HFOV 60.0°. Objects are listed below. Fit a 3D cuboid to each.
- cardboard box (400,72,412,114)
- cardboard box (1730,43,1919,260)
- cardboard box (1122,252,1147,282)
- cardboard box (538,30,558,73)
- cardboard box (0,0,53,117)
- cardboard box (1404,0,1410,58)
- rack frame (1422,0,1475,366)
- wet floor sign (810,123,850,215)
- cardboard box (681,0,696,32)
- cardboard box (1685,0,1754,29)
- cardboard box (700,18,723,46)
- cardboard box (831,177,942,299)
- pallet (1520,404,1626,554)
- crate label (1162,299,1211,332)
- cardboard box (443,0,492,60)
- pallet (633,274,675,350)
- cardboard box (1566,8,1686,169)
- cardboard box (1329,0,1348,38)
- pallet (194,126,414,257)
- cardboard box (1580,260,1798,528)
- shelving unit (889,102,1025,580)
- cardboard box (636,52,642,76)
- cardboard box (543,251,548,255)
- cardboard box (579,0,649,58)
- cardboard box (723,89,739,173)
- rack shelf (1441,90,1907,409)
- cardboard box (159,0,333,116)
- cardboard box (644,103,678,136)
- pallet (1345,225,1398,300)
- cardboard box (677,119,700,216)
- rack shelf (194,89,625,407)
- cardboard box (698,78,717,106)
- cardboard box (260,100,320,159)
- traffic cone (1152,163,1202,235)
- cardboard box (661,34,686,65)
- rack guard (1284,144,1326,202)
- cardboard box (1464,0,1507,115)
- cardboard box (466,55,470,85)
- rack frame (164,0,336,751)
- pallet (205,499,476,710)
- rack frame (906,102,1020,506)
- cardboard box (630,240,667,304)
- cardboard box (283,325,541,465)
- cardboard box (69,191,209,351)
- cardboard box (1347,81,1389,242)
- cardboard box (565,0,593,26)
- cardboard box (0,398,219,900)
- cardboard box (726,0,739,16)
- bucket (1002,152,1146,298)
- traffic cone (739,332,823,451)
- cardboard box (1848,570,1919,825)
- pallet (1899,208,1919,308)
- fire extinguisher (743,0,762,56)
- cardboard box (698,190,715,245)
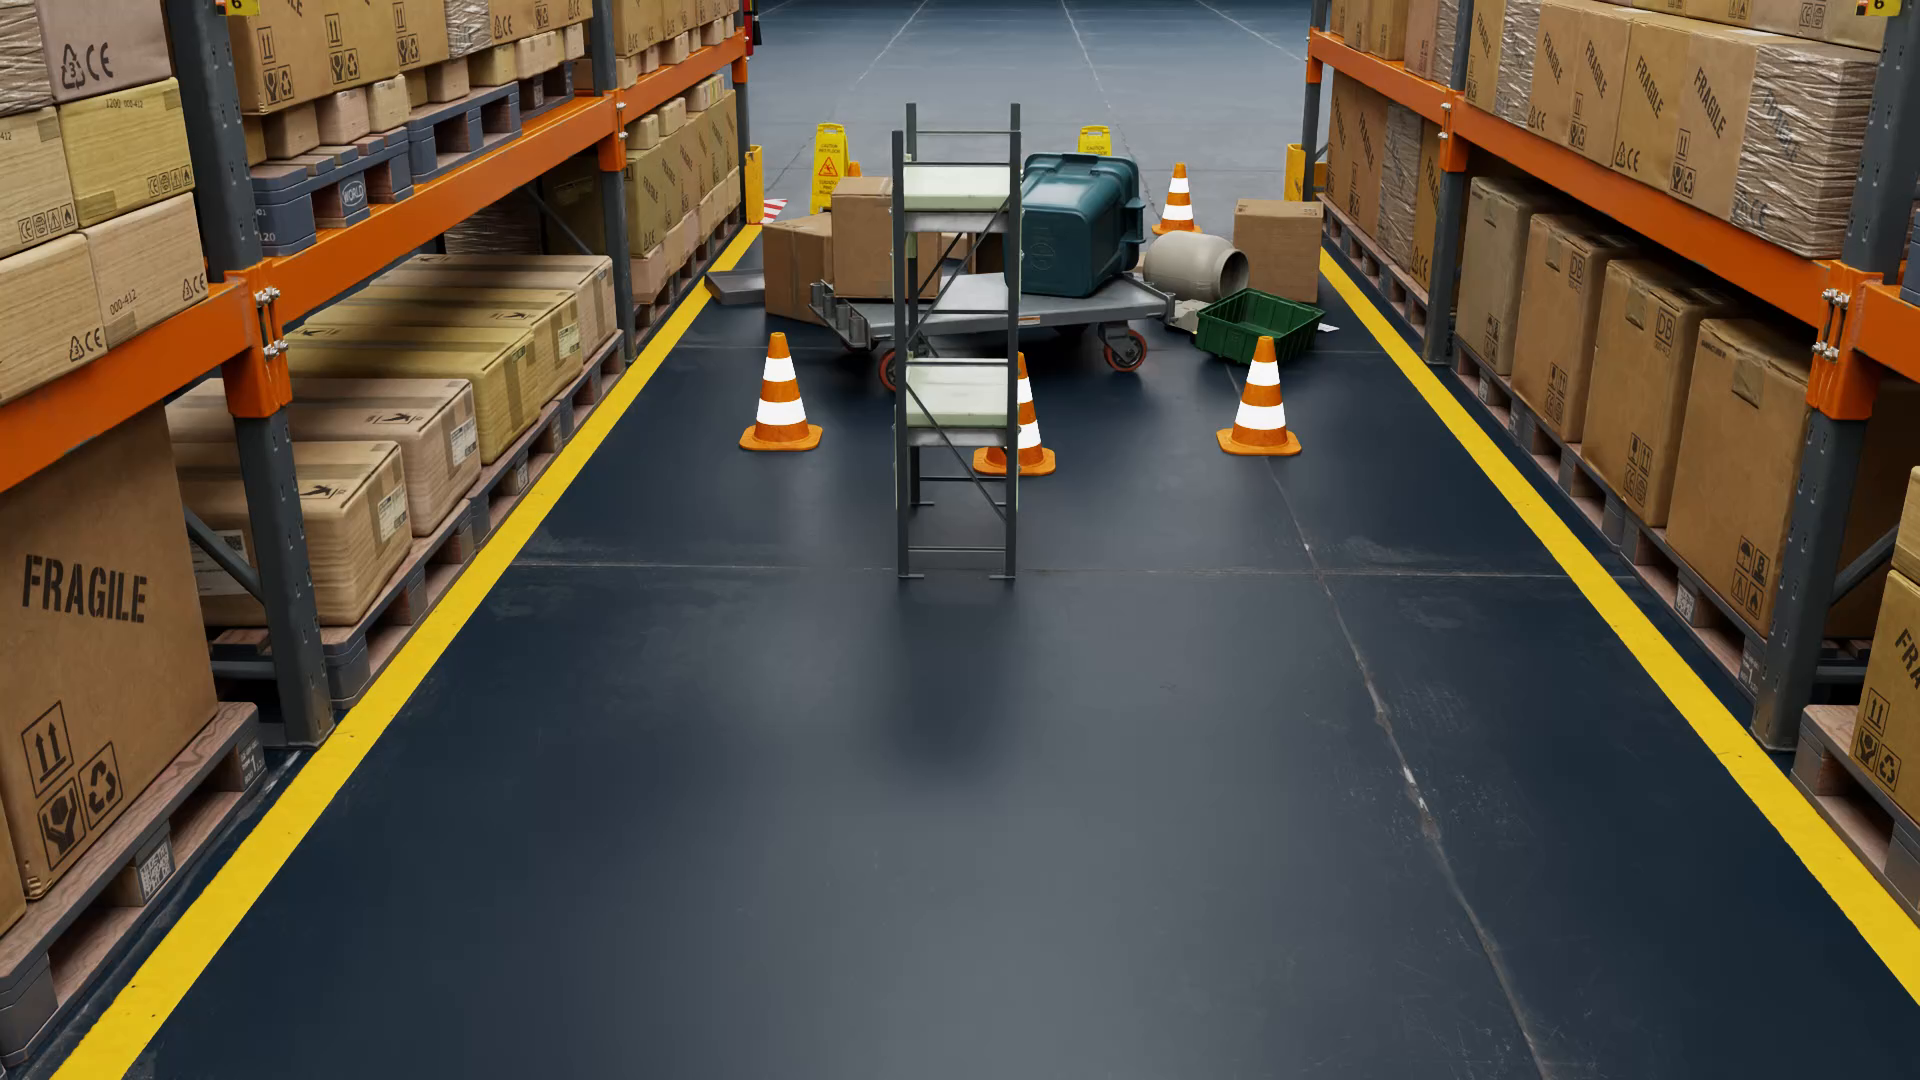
[{"bbox_3d":[-2.000,-1.433,5.341,0.380,0.149,0.250,2,21,5],"label":"cardboard box"},{"bbox_3d":[2.445,-1.045,4.438,0.500,0.500,0.500,1,21,2],"label":"cardboard box"},{"bbox_3d":[1.033,-1.646,9.905,0.396,0.266,0.258,4,22,11],"label":"cardboard box"},{"bbox_3d":[-1.867,-1.998,6.798,0.380,0.149,0.250,0,21,1],"label":"cardboard box"},{"bbox_3d":[-2.012,-0.988,2.909,0.500,0.500,0.500,1,21,3],"label":"cardboard box"},{"bbox_3d":[2.949,-2.876,9.086,0.875,0.550,0.550,1,21,2],"label":"cardboard box"},{"bbox_3d":[2.822,-2.279,7.756,1.000,3.000,0.127,1,21,2],"label":"rack frame"},{"bbox_3d":[-0.932,-2.703,12.103,0.267,0.644,0.232,8,23,20],"label":"wet floor sign"},{"bbox_3d":[-1.821,-3.185,9.540,0.500,0.500,0.500,1,21,2],"label":"cardboard box"},{"bbox_3d":[2.751,-1.876,5.198,0.700,0.500,0.500,0,21,1],"label":"cardboard box"},{"bbox_3d":[-1.709,-3.210,10.503,0.380,0.149,0.250,1,21,3],"label":"cardboard box"},{"bbox_3d":[-0.349,-1.476,8.095,0.500,0.500,0.500,1,21,2],"label":"cardboard box"},{"bbox_3d":[2.839,-0.257,6.400,1.003,0.211,1.213,1,21,2],"label":"pallet"},{"bbox_3d":[1.240,-1.204,8.943,0.298,0.136,0.250,-16,26,-35],"label":"crate label"},{"bbox_3d":[-1.965,-1.953,5.787,0.500,0.500,0.500,0,21,0],"label":"cardboard box"},{"bbox_3d":[-2.144,-1.240,8.934,1.003,0.211,1.213,1,21,2],"label":"pallet"},{"bbox_3d":[2.489,-1.592,5.847,0.500,0.500,0.500,1,21,2],"label":"cardboard box"},{"bbox_3d":[2.977,-3.661,11.110,0.875,0.550,0.550,1,21,2],"label":"cardboard box"},{"bbox_3d":[-2.336,-1.020,4.777,1.213,0.211,1.003,1,21,2],"label":"pallet"},{"bbox_3d":[2.832,-0.515,5.740,1.050,0.750,0.750,1,21,2],"label":"cardboard box"},{"bbox_3d":[0.000,-0.702,5.764,0.431,1.500,0.755,1,21,2],"label":"shelving unit"},{"bbox_3d":[-1.866,-2.479,8.618,0.380,0.149,0.250,1,21,1],"label":"cardboard box"},{"bbox_3d":[-2.380,-1.428,8.783,0.500,0.250,0.500,2,21,4],"label":"cardboard box"},{"bbox_3d":[-1.837,-2.638,8.133,0.500,0.500,0.500,1,21,1],"label":"cardboard box"},{"bbox_3d":[-1.771,-2.714,11.062,0.500,0.500,0.500,1,21,2],"label":"cardboard box"},{"bbox_3d":[2.761,-1.221,6.023,1.077,0.370,4.000,1,21,2],"label":"rack shelf"},{"bbox_3d":[-2.006,-1.392,4.340,0.500,0.500,0.500,0,21,0],"label":"cardboard box"},{"bbox_3d":[-1.764,-2.304,9.107,0.380,0.149,0.250,1,21,4],"label":"cardboard box"},{"bbox_3d":[2.957,-1.696,10.107,1.003,0.211,1.213,1,21,2],"label":"pallet"},{"bbox_3d":[-1.819,-2.152,9.613,0.500,0.500,0.500,2,21,4],"label":"cardboard box"},{"bbox_3d":[-2.190,-1.239,6.069,1.077,0.370,4.000,1,21,2],"label":"rack shelf"},{"bbox_3d":[-1.726,-2.792,10.366,0.380,0.149,0.250,1,21,3],"label":"cardboard box"},{"bbox_3d":[-2.013,-1.147,4.605,0.380,0.149,0.250,-1,21,-2],"label":"cardboard box"},{"bbox_3d":[1.508,-2.366,11.488,0.336,0.463,0.334,1,21,2],"label":"traffic cone"},{"bbox_3d":[-1.751,-2.753,9.324,0.380,0.149,0.250,1,21,2],"label":"cardboard box"},{"bbox_3d":[2.944,-2.569,11.958,1.175,0.500,0.348,1,21,2],"label":"rack guard"},{"bbox_3d":[2.537,-2.139,7.256,0.500,0.500,0.500,1,21,2],"label":"cardboard box"},{"bbox_3d":[-2.025,-1.724,6.092,0.380,0.149,0.250,0,21,0],"label":"cardboard box"},{"bbox_3d":[-2.251,-0.851,4.075,1.000,3.000,0.127,1,21,2],"label":"rack frame"},{"bbox_3d":[-2.226,0.167,5.308,1.003,0.211,1.213,1,21,2],"label":"pallet"},{"bbox_3d":[0.011,-0.834,6.105,0.400,1.500,0.023,1,21,2],"label":"rack frame"},{"bbox_3d":[-1.841,-1.421,8.766,0.500,0.250,0.500,0,21,-1],"label":"cardboard box"},{"bbox_3d":[-2.181,-0.567,6.395,0.950,0.372,0.625,1,21,3],"label":"cardboard box"},{"bbox_3d":[-2.007,-0.595,3.624,0.500,0.250,0.500,0,21,0],"label":"cardboard box"},{"bbox_3d":[2.964,-2.367,10.338,0.875,0.875,0.875,0,21,1],"label":"cardboard box"},{"bbox_3d":[-1.914,-2.509,7.218,0.500,0.500,0.500,0,21,1],"label":"cardboard box"},{"bbox_3d":[-2.355,0.193,3.742,0.875,0.875,0.875,0,21,1],"label":"cardboard box"},{"bbox_3d":[-1.749,-3.729,10.945,0.500,0.500,0.500,0,21,1],"label":"cardboard box"},{"bbox_3d":[0.521,-1.536,8.266,0.726,0.611,0.620,8,33,20],"label":"bucket"},{"bbox_3d":[-0.768,-0.651,7.066,0.336,0.463,0.334,1,21,2],"label":"traffic cone"},{"bbox_3d":[2.424,0.390,3.753,0.500,0.500,0.500,0,21,-1],"label":"cardboard box"},{"bbox_3d":[2.785,-0.485,3.397,1.213,0.211,1.003,1,21,2],"label":"pallet"},{"bbox_3d":[-1.543,-3.744,11.638,0.296,0.674,0.183,1,21,2],"label":"fire extinguisher"},{"bbox_3d":[-1.797,-1.986,10.220,0.500,0.250,0.500,0,21,0],"label":"cardboard box"}]
